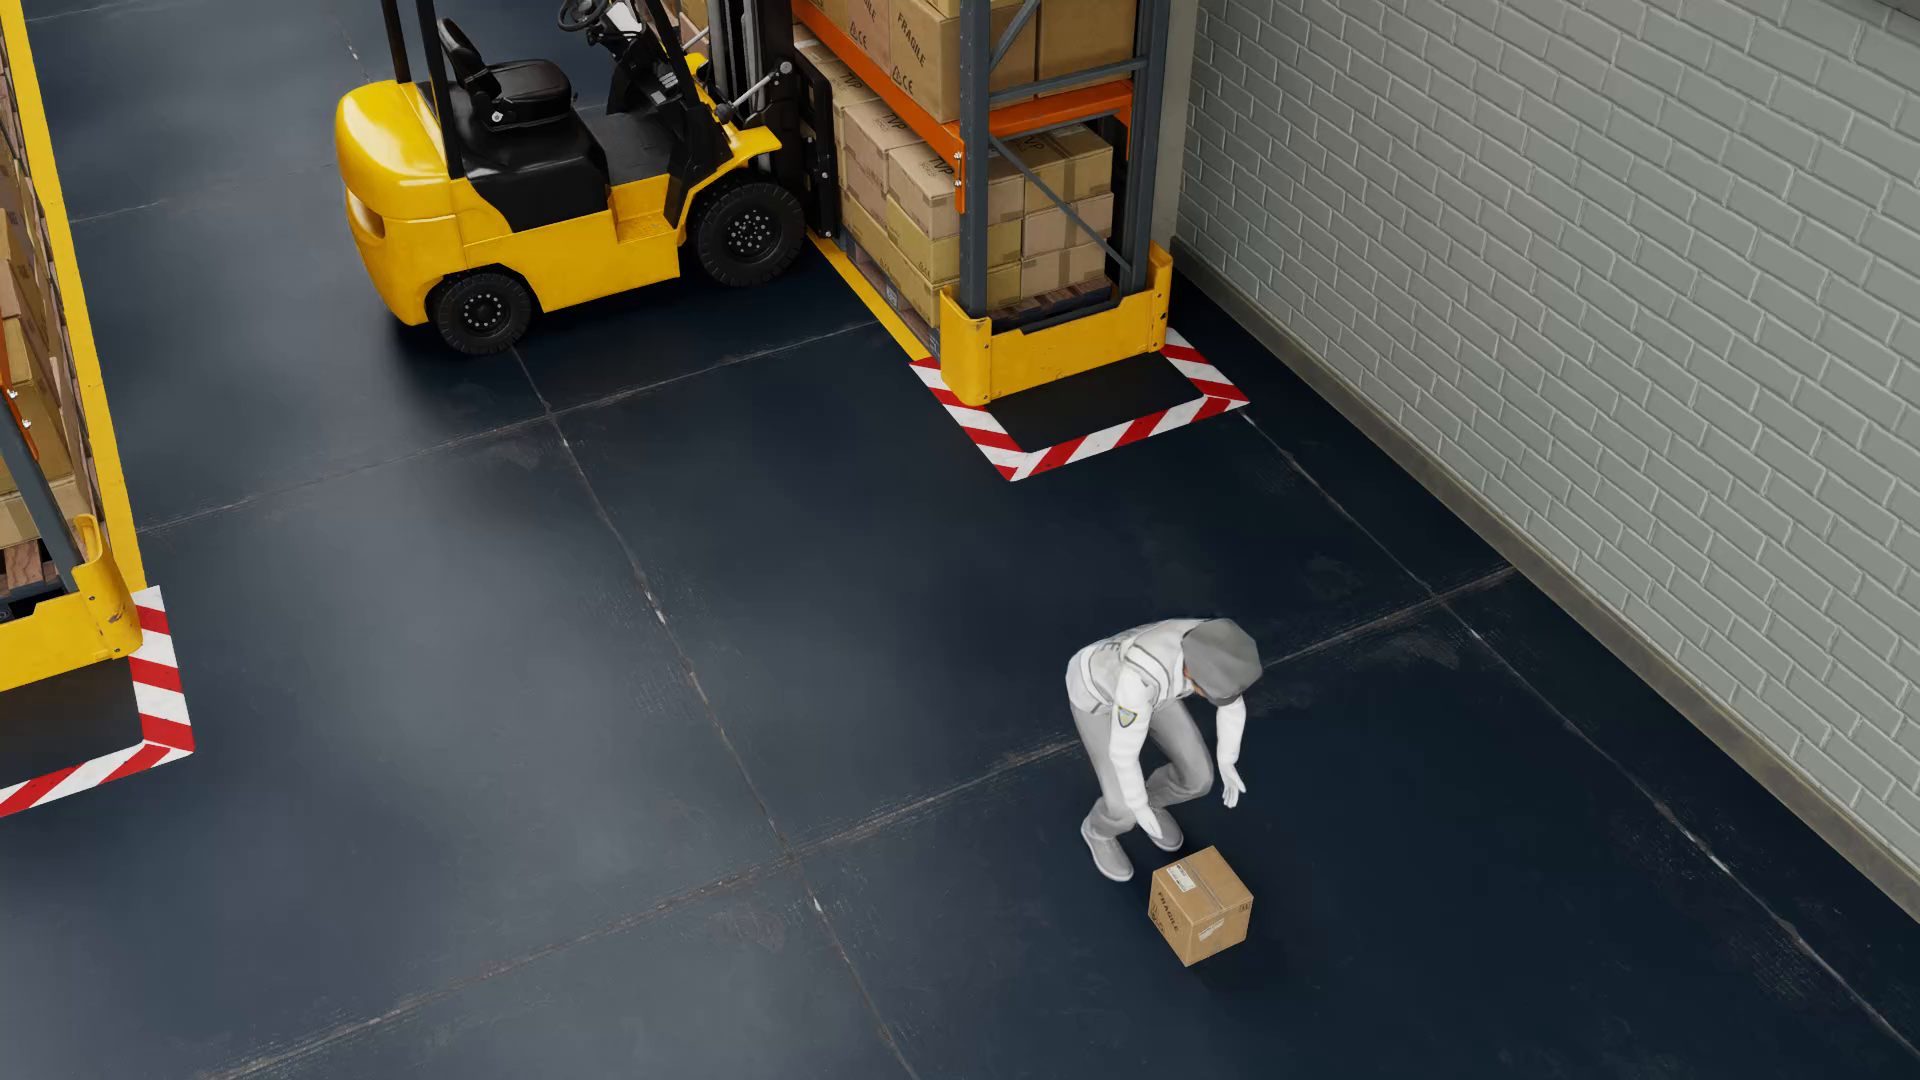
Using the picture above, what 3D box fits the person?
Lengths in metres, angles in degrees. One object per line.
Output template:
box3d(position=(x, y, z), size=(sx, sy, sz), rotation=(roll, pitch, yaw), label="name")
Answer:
box3d(position=(0.690, 0.651, 5.710), size=(0.533, 1.292, 0.752), rotation=(-19, 45, -20), label="person")
